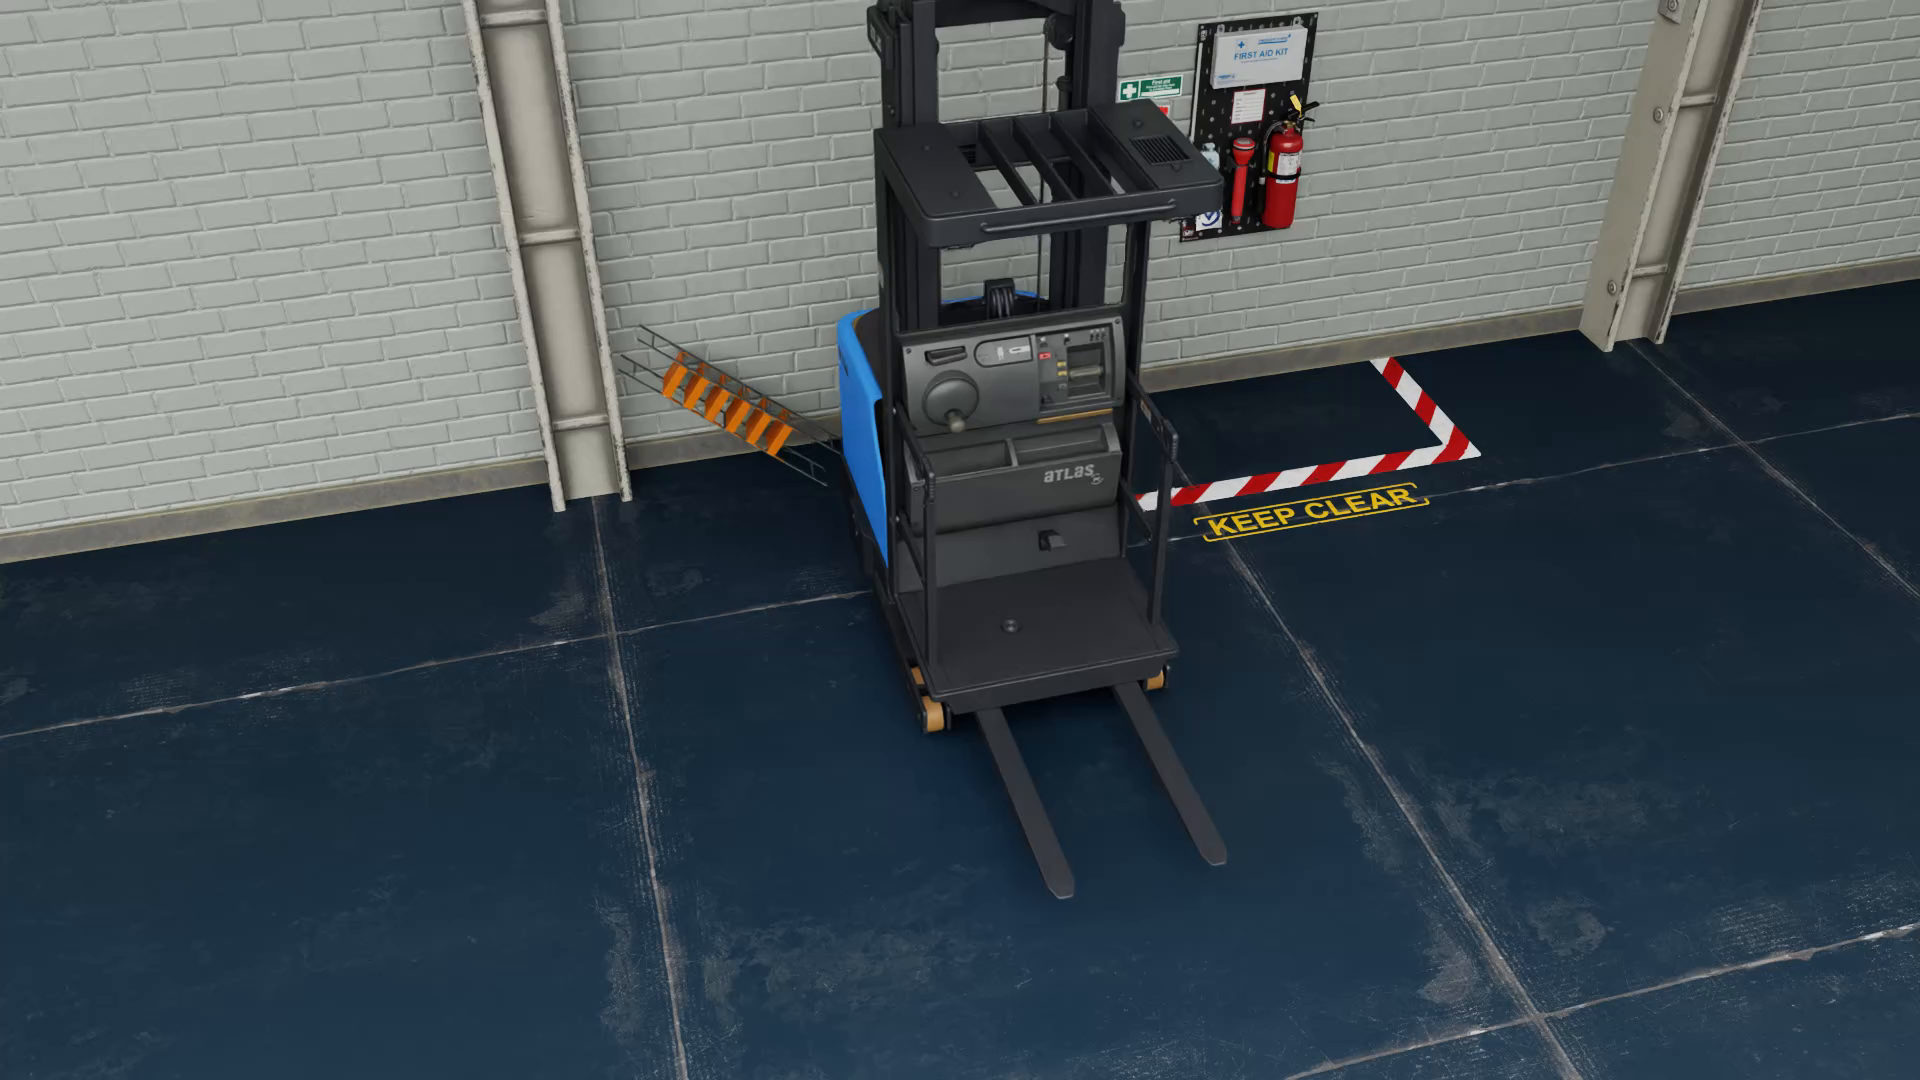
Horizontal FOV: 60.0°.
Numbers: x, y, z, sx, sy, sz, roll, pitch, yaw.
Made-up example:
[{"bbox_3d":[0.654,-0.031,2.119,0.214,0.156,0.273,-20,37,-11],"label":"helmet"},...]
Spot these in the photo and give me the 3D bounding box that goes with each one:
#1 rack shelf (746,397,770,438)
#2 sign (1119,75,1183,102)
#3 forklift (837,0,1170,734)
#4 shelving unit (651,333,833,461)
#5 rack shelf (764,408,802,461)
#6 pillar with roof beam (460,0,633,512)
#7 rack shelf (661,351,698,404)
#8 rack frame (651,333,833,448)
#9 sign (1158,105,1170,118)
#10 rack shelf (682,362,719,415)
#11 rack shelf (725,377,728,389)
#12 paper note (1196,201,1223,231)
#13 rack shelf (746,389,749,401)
[{"bbox_3d":[-1.023,-0.609,8.417,0.034,0.171,0.221,29,18,-20],"label":"rack shelf"},{"bbox_3d":[0.942,-2.229,8.208,0.331,0.109,0.001,-9,38,-12],"label":"sign"},{"bbox_3d":[0.285,-0.603,6.606,1.130,2.935,3.031,-9,38,-12],"label":"forklift"},{"bbox_3d":[-1.134,-0.673,8.370,1.046,0.183,0.258,29,18,-20],"label":"shelving unit"},{"bbox_3d":[-0.902,-0.542,8.468,0.103,0.180,0.258,29,18,-20],"label":"rack shelf"},{"bbox_3d":[-0.779,-1.312,2.538,0.400,9.000,9.100,-9,38,-12],"label":"pillar with roof beam"},{"bbox_3d":[-1.394,-0.817,8.262,0.103,0.180,0.258,29,18,-20],"label":"rack shelf"},{"bbox_3d":[-1.084,-0.743,8.343,1.046,0.002,0.228,29,18,-20],"label":"rack frame"},{"bbox_3d":[10.264,0.045,5.621,16.451,0.391,11.513,-9,38,-12],"label":"sign"},{"bbox_3d":[-1.295,-0.762,8.303,0.103,0.180,0.258,29,18,-20],"label":"rack shelf"},{"bbox_3d":[-1.213,-0.716,8.337,0.020,0.166,0.199,29,18,-20],"label":"rack shelf"},{"bbox_3d":[1.307,-1.698,8.705,0.142,0.148,0.016,-9,38,-12],"label":"paper note"},{"bbox_3d":[-1.115,-0.661,8.379,0.020,0.166,0.199,29,18,-20],"label":"rack shelf"}]
